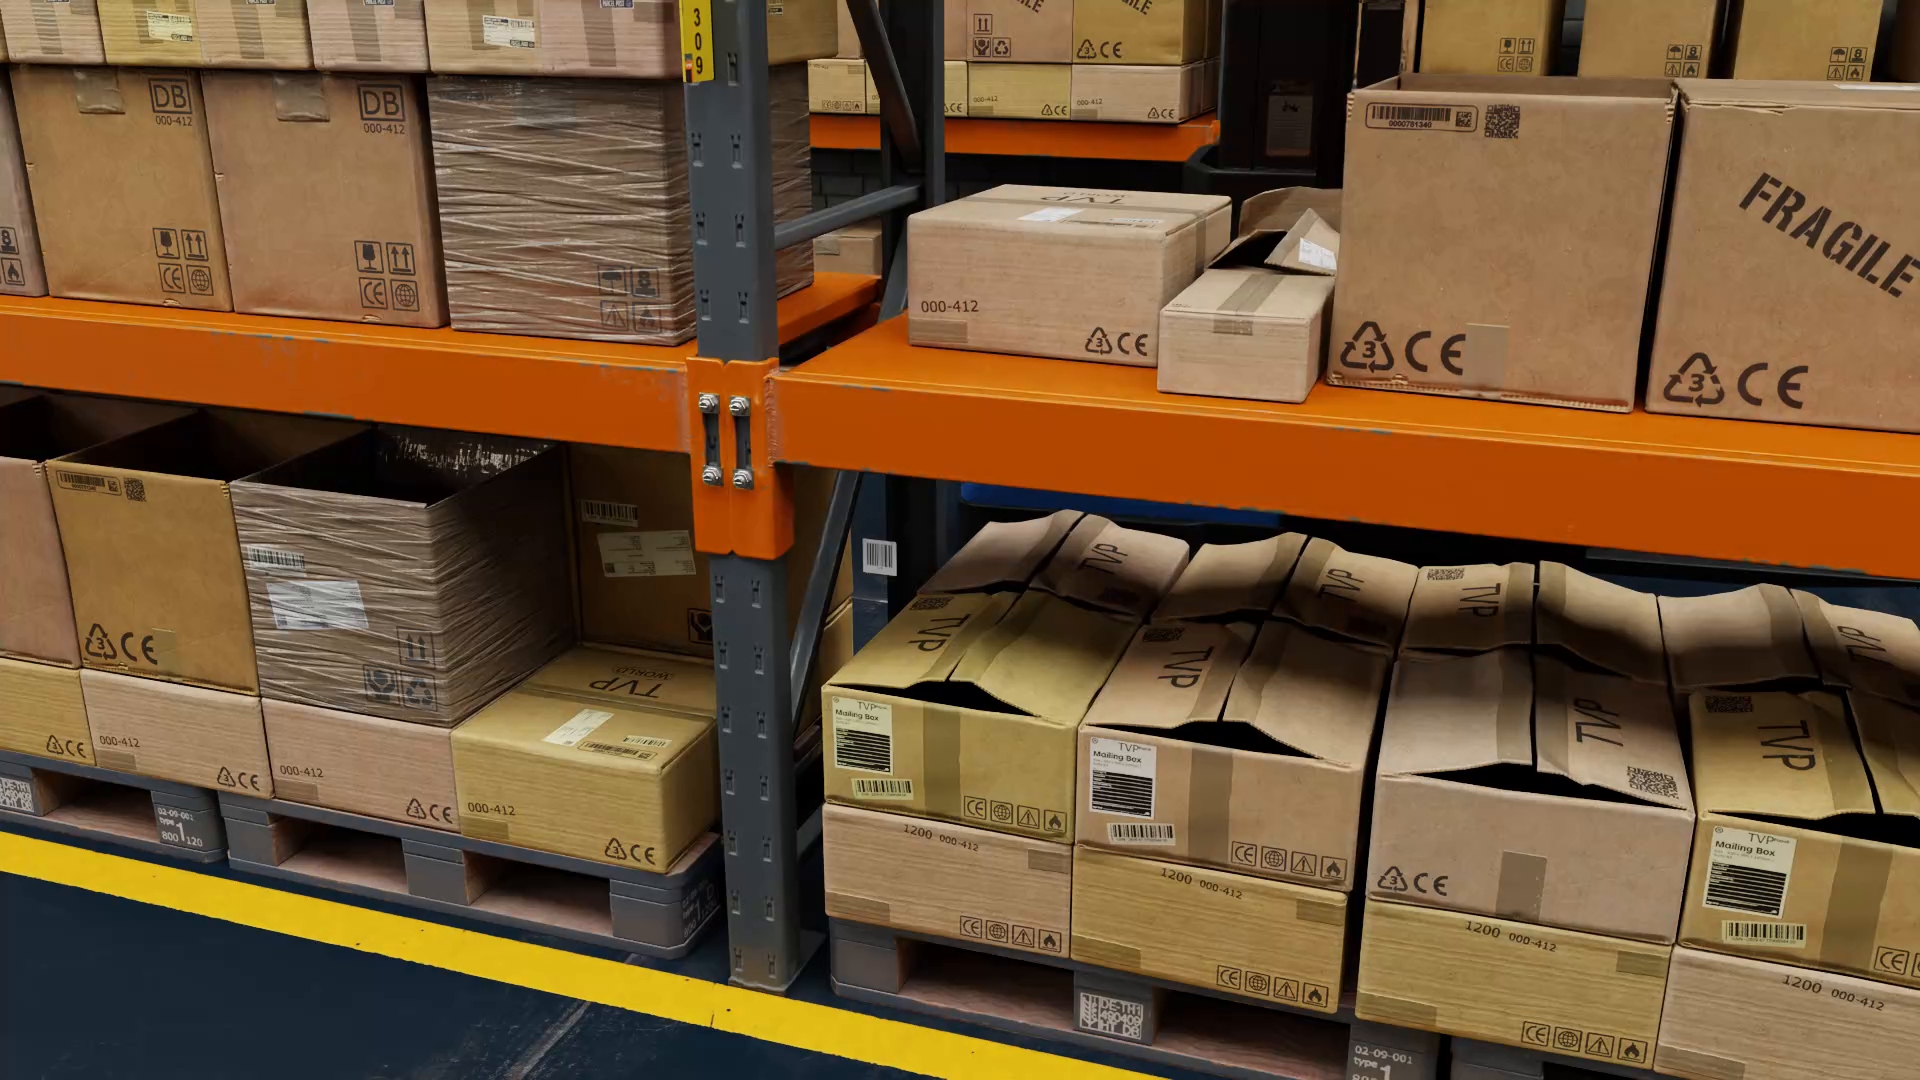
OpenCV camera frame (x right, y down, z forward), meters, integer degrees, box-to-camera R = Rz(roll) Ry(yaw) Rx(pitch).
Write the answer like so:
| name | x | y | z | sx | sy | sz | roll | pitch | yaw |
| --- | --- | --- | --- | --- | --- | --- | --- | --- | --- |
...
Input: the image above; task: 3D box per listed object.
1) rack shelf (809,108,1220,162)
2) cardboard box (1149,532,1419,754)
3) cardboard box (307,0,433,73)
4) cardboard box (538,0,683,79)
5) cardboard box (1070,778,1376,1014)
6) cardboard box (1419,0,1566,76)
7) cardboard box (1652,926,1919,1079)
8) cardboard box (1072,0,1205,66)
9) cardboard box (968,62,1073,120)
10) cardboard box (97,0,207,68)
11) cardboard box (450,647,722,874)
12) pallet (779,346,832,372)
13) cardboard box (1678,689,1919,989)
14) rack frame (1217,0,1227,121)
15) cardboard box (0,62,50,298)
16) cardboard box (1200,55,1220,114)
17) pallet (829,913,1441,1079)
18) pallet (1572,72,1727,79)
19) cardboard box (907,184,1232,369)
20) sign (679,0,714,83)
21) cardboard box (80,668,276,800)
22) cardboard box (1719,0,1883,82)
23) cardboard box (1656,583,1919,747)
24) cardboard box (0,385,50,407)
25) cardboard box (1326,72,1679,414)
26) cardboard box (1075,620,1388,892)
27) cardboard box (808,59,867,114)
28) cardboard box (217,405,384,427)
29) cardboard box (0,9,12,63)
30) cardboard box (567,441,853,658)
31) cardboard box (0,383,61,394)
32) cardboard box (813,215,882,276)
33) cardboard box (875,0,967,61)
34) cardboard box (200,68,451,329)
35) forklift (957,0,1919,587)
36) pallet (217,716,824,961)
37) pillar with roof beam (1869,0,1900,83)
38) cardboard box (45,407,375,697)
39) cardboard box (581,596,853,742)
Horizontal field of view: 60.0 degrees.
| name | x | y | z | sx | sy | sz | roll | pitch | yaw |
| --- | --- | --- | --- | --- | --- | --- | --- | --- | --- |
| rack shelf | -0.521 | -2.061 | 8.525 | 4.000 | 0.370 | 1.077 | 7 | 20 | 18 |
| cardboard box | 0.716 | 0.200 | 3.633 | 0.500 | 0.311 | 0.500 | 7 | 20 | 20 |
| cardboard box | -1.062 | -1.015 | 3.295 | 0.250 | 0.149 | 0.380 | 6 | 20 | 16 |
| cardboard box | -0.581 | -0.961 | 3.137 | 0.250 | 0.149 | 0.380 | 7 | 20 | 18 |
| cardboard box | 0.528 | 0.632 | 3.245 | 0.500 | 0.250 | 0.500 | 7 | 20 | 19 |
| cardboard box | 2.363 | -2.312 | 7.331 | 0.500 | 0.500 | 0.700 | 9 | 21 | 24 |
| cardboard box | 1.498 | 0.742 | 2.929 | 0.500 | 0.250 | 0.500 | 7 | 20 | 19 |
| cardboard box | 0.820 | -2.433 | 7.556 | 0.500 | 0.500 | 0.500 | 6 | 20 | 18 |
| cardboard box | 0.353 | -2.137 | 7.847 | 0.500 | 0.250 | 0.500 | 7 | 20 | 18 |
| cardboard box | -1.542 | -1.071 | 3.454 | 0.250 | 0.149 | 0.380 | 6 | 20 | 18 |
| cardboard box | -0.764 | 0.474 | 3.700 | 0.500 | 0.250 | 0.500 | 7 | 20 | 18 |
| pallet | -0.434 | -1.061 | 8.799 | 1.213 | 0.211 | 1.003 | 7 | 20 | 18 |
| cardboard box | 1.507 | 0.479 | 2.833 | 0.500 | 0.311 | 0.500 | 7 | 20 | 20 |
| rack frame | 1.368 | -2.185 | 7.787 | 0.127 | 3.000 | 1.000 | 7 | 20 | 18 |
| cardboard box | -2.133 | -0.903 | 3.957 | 0.500 | 0.500 | 0.700 | 7 | 20 | 20 |
| cardboard box | 0.994 | -2.241 | 8.145 | 0.500 | 0.250 | 0.500 | 7 | 20 | 19 |
| pallet | 0.455 | 0.740 | 3.633 | 1.213 | 0.211 | 1.003 | 7 | 20 | 18 |
| pallet | 3.263 | -1.863 | 7.156 | 1.213 | 0.211 | 1.003 | 7 | 20 | 18 |
| cardboard box | 0.225 | -0.534 | 3.278 | 0.500 | 0.250 | 0.500 | 8 | 21 | 21 |
| sign | -0.435 | -0.918 | 2.716 | 0.005 | 0.325 | 0.100 | 7 | 20 | 18 |
| cardboard box | -1.710 | 0.367 | 4.005 | 0.500 | 0.250 | 0.500 | 7 | 20 | 18 |
| cardboard box | 3.515 | -2.183 | 6.962 | 0.500 | 0.500 | 0.700 | 7 | 20 | 18 |
| cardboard box | 1.660 | 0.310 | 3.317 | 0.500 | 0.311 | 0.500 | 6 | 20 | 17 |
| cardboard box | -2.650 | -0.100 | 4.206 | 0.500 | 0.500 | 0.500 | 7 | 20 | 18 |
| cardboard box | 0.964 | -0.547 | 2.935 | 0.500 | 0.500 | 0.500 | 8 | 21 | 22 |
| cardboard box | 0.526 | 0.369 | 3.148 | 0.500 | 0.311 | 0.500 | 6 | 20 | 17 |
| cardboard box | -0.603 | -2.240 | 8.144 | 0.500 | 0.250 | 0.500 | 7 | 20 | 19 |
| cardboard box | -1.534 | -0.154 | 4.360 | 0.500 | 0.500 | 0.500 | 7 | 20 | 18 |
| cardboard box | -2.032 | -1.126 | 3.612 | 0.250 | 0.149 | 0.380 | 7 | 20 | 20 |
| cardboard box | -0.589 | -0.046 | 4.050 | 0.500 | 0.500 | 0.500 | 7 | 20 | 18 |
| cardboard box | -2.479 | -0.262 | 4.669 | 0.500 | 0.500 | 0.500 | 7 | 20 | 18 |
| cardboard box | -0.571 | -1.385 | 8.622 | 0.500 | 0.500 | 0.700 | 5 | 20 | 15 |
| cardboard box | -0.126 | -2.542 | 7.871 | 0.500 | 0.500 | 0.500 | 6 | 20 | 16 |
| cardboard box | -1.176 | -0.792 | 3.640 | 0.500 | 0.500 | 0.700 | 6 | 20 | 17 |
| forklift | 1.564 | -1.263 | 5.245 | 3.031 | 2.935 | 1.130 | 4 | 20 | 13 |
| pallet | -0.992 | 0.573 | 4.110 | 1.213 | 0.211 | 1.003 | 7 | 20 | 18 |
| pillar with roof beam | 2.790 | -3.657 | 2.895 | 0.400 | 9.000 | 9.100 | 7 | 20 | 18 |
| cardboard box | -1.706 | 0.009 | 3.893 | 0.500 | 0.500 | 0.500 | 7 | 20 | 18 |
| cardboard box | -0.593 | 0.311 | 4.165 | 0.500 | 0.250 | 0.500 | 7 | 20 | 18 |
